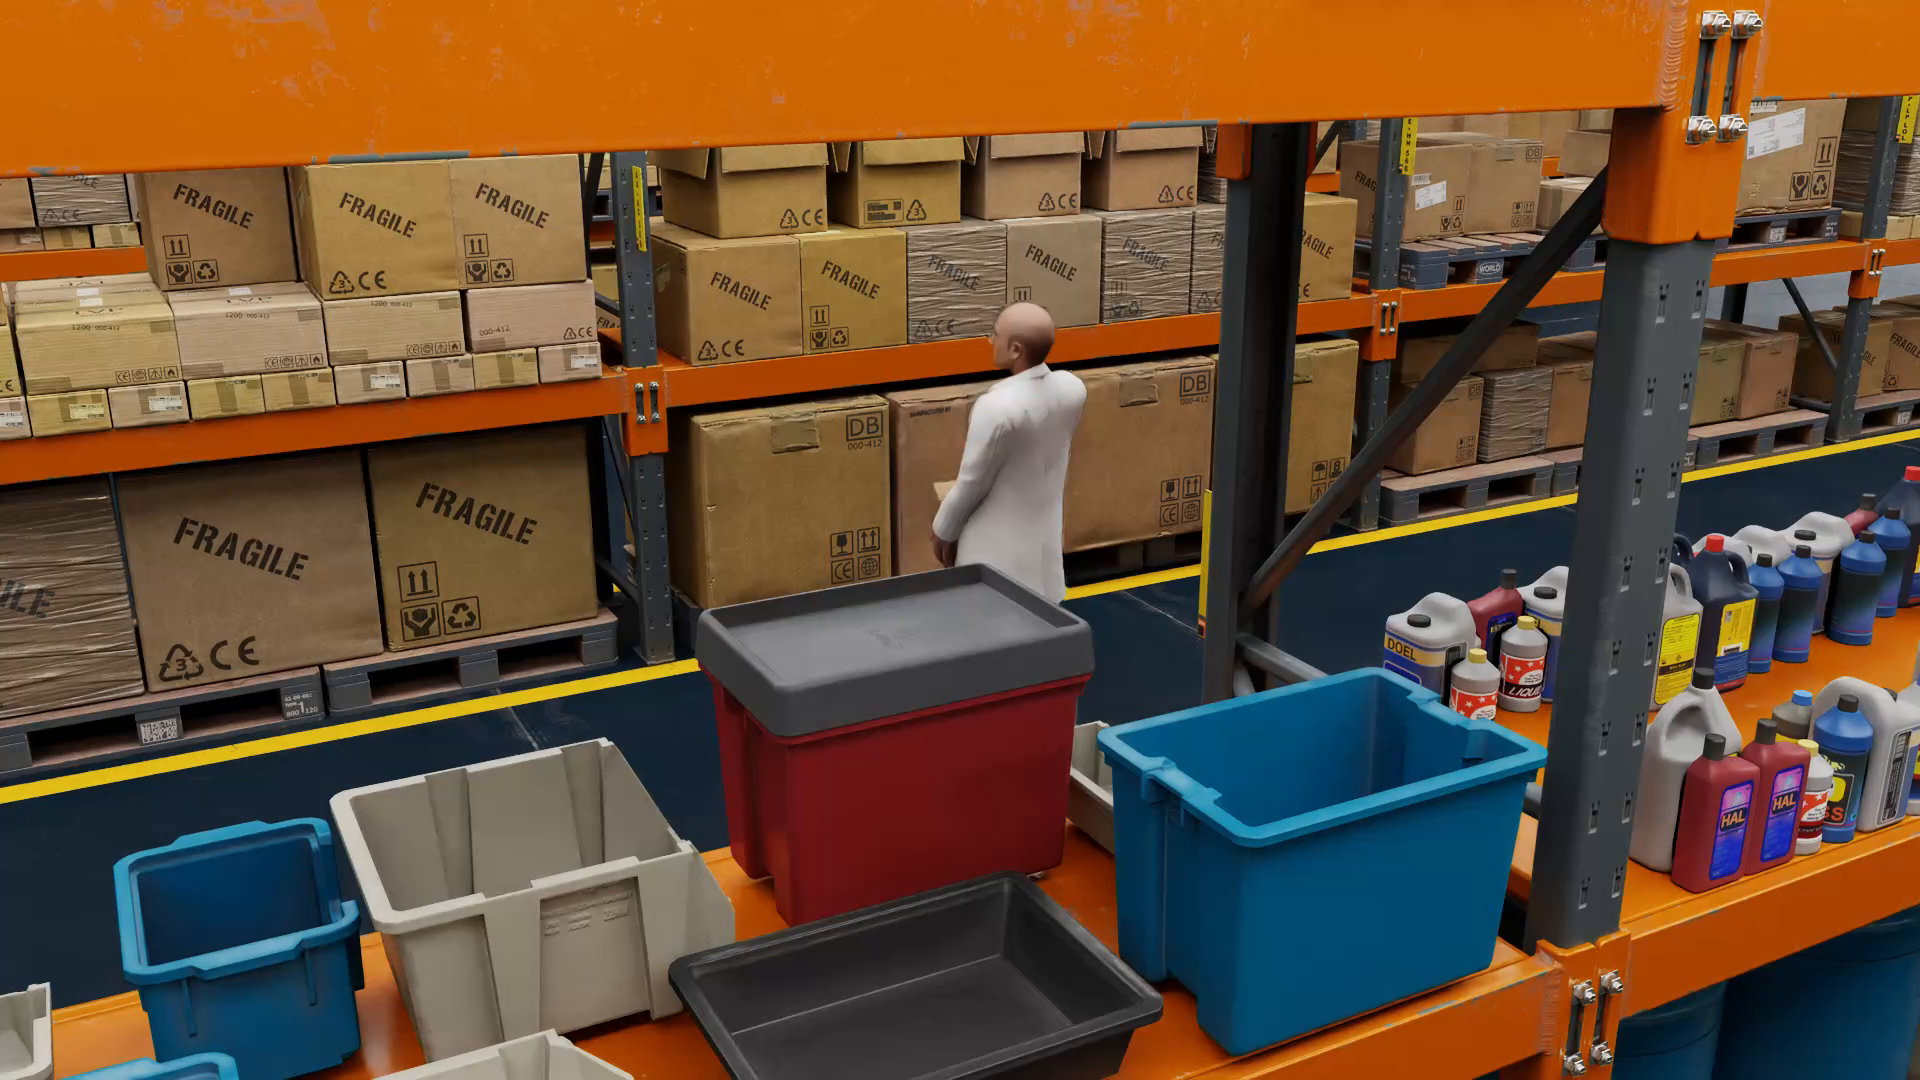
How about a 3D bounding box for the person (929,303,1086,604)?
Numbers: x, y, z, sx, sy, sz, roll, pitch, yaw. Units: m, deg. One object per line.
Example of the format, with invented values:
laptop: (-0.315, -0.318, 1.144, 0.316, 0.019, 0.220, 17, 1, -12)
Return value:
person: (0.157, 0.008, 6.033, 0.469, 1.783, 0.607, 16, 24, 40)
